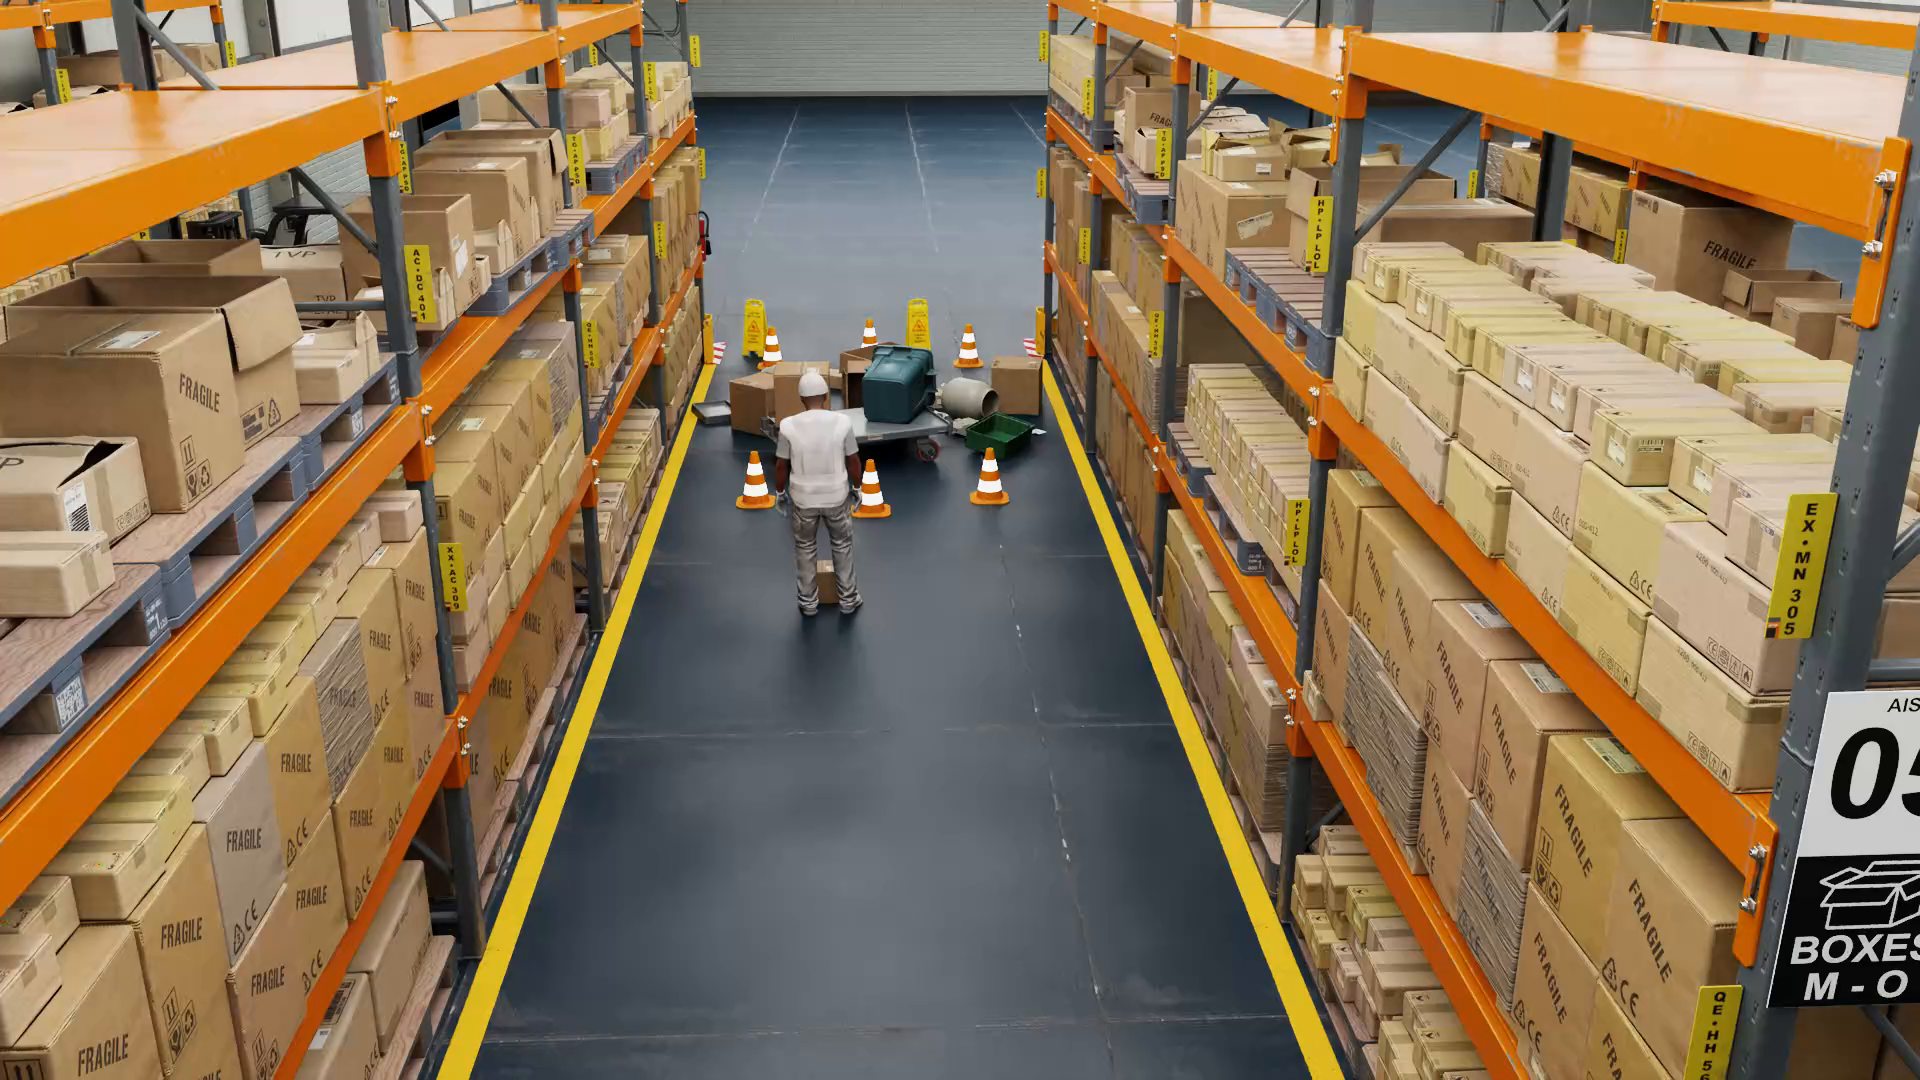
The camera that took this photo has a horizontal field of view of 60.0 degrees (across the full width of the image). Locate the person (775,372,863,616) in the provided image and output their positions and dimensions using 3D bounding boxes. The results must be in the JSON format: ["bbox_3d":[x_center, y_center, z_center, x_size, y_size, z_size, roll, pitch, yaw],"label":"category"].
[{"bbox_3d":[-1.011,-0.323,11.936,0.631,1.776,0.443,-2,20,-6],"label":"person"}]
